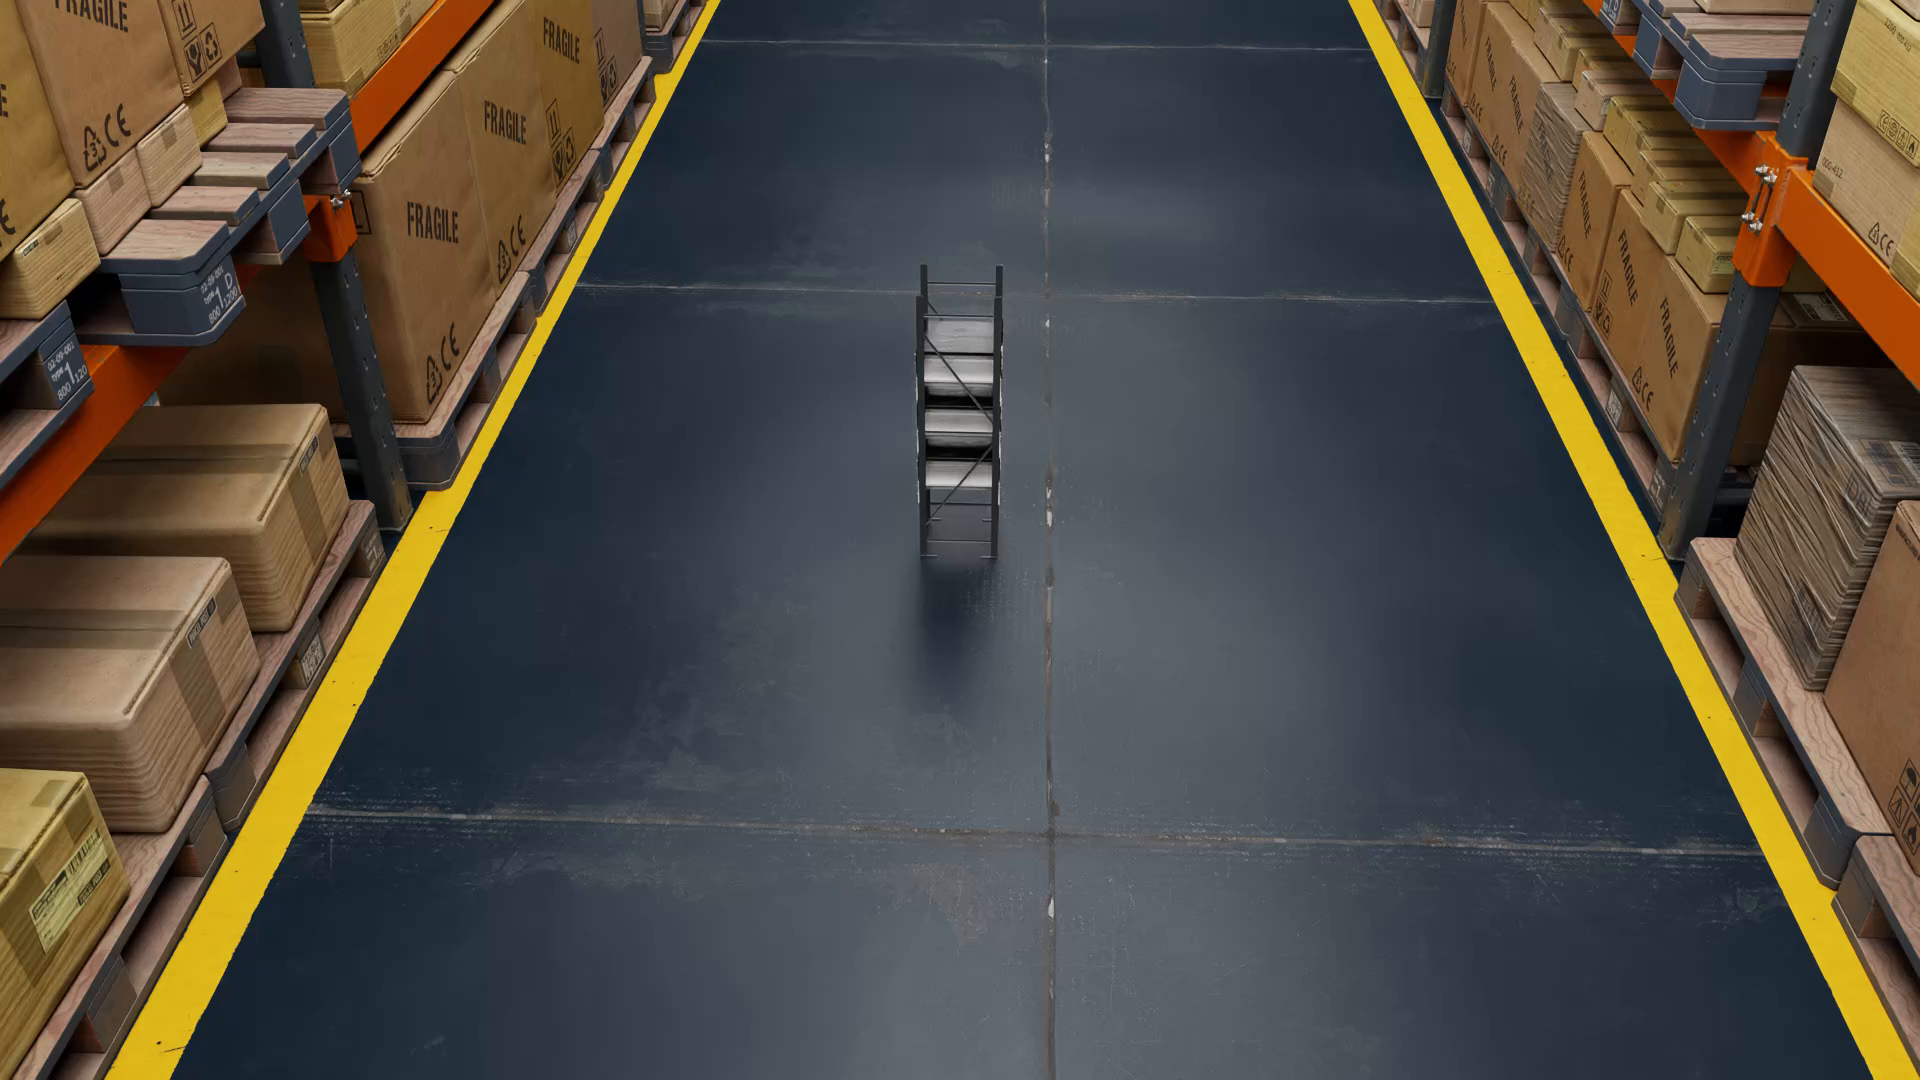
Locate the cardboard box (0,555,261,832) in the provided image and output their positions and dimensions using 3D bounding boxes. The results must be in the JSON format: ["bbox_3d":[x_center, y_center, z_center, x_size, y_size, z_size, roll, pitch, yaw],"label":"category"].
[{"bbox_3d":[-2.321,0.360,4.050,0.950,0.372,0.625,1,35,1],"label":"cardboard box"}]

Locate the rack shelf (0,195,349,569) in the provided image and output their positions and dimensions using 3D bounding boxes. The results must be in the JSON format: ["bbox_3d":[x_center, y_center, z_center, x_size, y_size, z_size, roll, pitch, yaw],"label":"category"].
[{"bbox_3d":[-2.347,0.151,3.052,1.077,0.370,4.000,1,35,2],"label":"rack shelf"}]

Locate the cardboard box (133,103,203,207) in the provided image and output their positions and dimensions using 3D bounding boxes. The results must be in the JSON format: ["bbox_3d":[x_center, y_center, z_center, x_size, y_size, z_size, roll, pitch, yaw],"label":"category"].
[{"bbox_3d":[-1.948,-0.866,3.727,0.380,0.149,0.250,1,35,1],"label":"cardboard box"}]

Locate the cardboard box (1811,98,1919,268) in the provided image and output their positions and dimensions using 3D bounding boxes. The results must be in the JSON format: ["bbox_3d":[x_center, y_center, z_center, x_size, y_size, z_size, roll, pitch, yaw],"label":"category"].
[{"bbox_3d":[2.431,-0.869,4.008,0.500,0.250,0.500,1,35,2],"label":"cardboard box"}]

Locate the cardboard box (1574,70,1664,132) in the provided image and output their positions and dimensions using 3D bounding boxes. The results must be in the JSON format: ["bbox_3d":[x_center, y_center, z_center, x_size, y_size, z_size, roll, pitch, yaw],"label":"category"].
[{"bbox_3d":[2.541,-1.645,6.227,0.380,0.149,0.250,0,35,0],"label":"cardboard box"}]

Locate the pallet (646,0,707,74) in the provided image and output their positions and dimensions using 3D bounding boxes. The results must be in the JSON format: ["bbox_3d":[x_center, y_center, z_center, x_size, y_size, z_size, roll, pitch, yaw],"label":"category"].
[{"bbox_3d":[-1.997,-2.885,9.171,1.003,0.211,1.213,1,35,2],"label":"pallet"}]

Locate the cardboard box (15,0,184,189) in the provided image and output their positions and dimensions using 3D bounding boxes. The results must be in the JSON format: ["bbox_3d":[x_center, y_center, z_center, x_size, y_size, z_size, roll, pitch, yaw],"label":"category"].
[{"bbox_3d":[-2.017,-1.062,3.441,0.500,0.500,0.500,1,35,1],"label":"cardboard box"}]

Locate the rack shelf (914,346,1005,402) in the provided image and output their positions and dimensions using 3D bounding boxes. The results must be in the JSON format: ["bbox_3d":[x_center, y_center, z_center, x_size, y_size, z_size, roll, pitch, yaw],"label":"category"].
[{"bbox_3d":[0.000,-0.493,4.914,0.258,0.077,0.200,1,35,2],"label":"rack shelf"}]

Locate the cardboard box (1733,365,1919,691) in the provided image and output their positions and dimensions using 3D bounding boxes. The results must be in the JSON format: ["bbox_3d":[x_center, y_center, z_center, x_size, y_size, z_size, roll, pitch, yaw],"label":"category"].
[{"bbox_3d":[2.654,-0.022,4.373,0.875,0.625,0.625,2,35,3],"label":"cardboard box"}]

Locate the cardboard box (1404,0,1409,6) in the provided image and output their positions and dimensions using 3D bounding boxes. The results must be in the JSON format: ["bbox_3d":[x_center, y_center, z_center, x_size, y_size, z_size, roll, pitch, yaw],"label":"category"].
[{"bbox_3d":[2.597,-3.063,9.012,0.396,0.266,0.258,3,35,4],"label":"cardboard box"}]

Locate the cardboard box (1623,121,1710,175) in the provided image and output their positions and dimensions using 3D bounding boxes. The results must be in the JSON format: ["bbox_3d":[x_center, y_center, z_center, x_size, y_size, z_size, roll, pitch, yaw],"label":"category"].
[{"bbox_3d":[2.551,-1.342,5.796,0.380,0.149,0.250,2,35,3],"label":"cardboard box"}]

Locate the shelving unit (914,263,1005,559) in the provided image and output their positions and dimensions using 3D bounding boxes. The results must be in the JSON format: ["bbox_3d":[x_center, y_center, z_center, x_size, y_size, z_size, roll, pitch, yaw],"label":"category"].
[{"bbox_3d":[0.000,-0.373,4.998,0.258,0.900,0.210,1,35,2],"label":"shelving unit"}]

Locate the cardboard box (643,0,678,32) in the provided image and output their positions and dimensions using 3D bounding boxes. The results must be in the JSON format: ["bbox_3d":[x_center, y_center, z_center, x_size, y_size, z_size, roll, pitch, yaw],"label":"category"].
[{"bbox_3d":[-1.973,-3.072,8.876,0.875,0.438,0.875,1,35,1],"label":"cardboard box"}]

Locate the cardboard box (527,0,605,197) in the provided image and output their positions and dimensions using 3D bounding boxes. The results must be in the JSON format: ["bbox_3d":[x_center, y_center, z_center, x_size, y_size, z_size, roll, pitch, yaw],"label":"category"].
[{"bbox_3d":[-2.079,-2.016,6.992,0.875,0.875,0.875,2,35,3],"label":"cardboard box"}]

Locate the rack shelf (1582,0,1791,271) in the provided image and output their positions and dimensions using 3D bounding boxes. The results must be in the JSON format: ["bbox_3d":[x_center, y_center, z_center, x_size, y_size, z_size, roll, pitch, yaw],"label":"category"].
[{"bbox_3d":[2.774,-2.034,6.162,1.077,0.370,4.000,1,35,2],"label":"rack shelf"}]

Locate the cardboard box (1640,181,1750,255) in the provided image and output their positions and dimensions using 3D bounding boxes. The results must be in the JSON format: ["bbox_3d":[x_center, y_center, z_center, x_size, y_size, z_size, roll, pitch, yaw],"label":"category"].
[{"bbox_3d":[2.440,-1.041,5.368,0.380,0.149,0.250,0,35,-1],"label":"cardboard box"}]

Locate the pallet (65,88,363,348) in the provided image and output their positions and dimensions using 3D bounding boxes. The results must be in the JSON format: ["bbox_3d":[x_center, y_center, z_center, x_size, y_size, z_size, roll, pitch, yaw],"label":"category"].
[{"bbox_3d":[-2.189,-0.802,3.949,1.213,0.211,1.003,1,35,2],"label":"pallet"}]

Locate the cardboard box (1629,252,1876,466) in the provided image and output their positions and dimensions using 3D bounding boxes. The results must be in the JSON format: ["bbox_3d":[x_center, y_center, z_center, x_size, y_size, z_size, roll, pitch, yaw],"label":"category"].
[{"bbox_3d":[2.495,-0.577,5.271,0.500,0.500,0.500,2,35,3],"label":"cardboard box"}]

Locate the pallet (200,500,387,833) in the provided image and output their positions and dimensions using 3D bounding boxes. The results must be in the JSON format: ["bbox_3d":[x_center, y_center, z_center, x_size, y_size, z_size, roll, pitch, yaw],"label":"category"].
[{"bbox_3d":[-2.299,0.298,4.643,1.003,0.211,1.213,1,35,2],"label":"pallet"}]

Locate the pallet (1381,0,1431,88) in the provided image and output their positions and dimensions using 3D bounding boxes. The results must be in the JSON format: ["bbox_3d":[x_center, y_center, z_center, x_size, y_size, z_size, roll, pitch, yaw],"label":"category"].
[{"bbox_3d":[2.882,-2.731,8.953,1.003,0.211,1.213,1,35,2],"label":"pallet"}]

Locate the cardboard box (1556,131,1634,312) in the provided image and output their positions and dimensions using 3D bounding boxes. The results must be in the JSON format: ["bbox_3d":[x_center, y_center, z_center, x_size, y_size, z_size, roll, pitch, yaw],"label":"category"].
[{"bbox_3d":[2.544,-1.165,6.107,0.500,0.500,0.500,3,35,4],"label":"cardboard box"}]

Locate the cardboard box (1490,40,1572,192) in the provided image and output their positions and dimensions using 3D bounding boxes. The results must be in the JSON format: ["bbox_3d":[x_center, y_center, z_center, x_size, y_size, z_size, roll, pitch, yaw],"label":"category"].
[{"bbox_3d":[2.574,-1.761,6.956,0.500,0.500,0.500,0,35,0],"label":"cardboard box"}]

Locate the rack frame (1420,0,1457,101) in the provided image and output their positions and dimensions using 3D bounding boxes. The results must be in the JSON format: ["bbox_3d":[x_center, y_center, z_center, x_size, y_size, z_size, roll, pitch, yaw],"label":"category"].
[{"bbox_3d":[2.854,-3.478,7.590,1.000,3.000,0.127,1,35,2],"label":"rack frame"}]

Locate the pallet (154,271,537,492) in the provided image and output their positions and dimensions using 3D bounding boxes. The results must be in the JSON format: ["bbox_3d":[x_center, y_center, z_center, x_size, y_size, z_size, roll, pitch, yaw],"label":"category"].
[{"bbox_3d":[-2.160,-0.603,5.924,1.003,0.211,1.213,1,35,2],"label":"pallet"}]

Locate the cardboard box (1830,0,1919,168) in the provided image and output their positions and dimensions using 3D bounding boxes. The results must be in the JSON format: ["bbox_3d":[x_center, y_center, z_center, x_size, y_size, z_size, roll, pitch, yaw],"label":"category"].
[{"bbox_3d":[2.406,-1.074,3.865,0.500,0.250,0.500,1,35,2],"label":"cardboard box"}]

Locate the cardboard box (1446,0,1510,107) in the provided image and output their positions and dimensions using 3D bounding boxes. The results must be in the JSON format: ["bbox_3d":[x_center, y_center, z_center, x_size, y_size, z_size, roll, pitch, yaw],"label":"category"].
[{"bbox_3d":[2.610,-2.354,7.800,0.500,0.500,0.500,3,35,4],"label":"cardboard box"}]

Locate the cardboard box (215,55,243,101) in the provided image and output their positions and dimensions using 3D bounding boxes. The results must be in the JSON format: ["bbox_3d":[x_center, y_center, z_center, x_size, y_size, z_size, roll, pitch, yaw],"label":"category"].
[{"bbox_3d":[-2.045,-1.167,4.156,0.380,0.149,0.250,3,35,4],"label":"cardboard box"}]

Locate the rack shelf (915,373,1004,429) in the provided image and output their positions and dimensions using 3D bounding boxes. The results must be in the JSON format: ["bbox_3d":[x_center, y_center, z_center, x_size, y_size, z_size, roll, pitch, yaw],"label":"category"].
[{"bbox_3d":[0.000,-0.419,4.965,0.258,0.077,0.200,1,35,2],"label":"rack shelf"}]

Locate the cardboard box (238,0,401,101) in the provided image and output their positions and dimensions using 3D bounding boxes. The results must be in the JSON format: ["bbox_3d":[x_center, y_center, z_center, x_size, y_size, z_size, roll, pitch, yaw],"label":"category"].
[{"bbox_3d":[-1.996,-1.506,4.915,0.500,0.250,0.500,1,35,1],"label":"cardboard box"}]

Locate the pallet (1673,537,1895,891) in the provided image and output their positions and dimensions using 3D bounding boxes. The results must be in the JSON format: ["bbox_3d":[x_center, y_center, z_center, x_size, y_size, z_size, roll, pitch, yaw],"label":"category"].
[{"bbox_3d":[2.621,0.433,4.450,1.003,0.211,1.213,1,35,2],"label":"pallet"}]

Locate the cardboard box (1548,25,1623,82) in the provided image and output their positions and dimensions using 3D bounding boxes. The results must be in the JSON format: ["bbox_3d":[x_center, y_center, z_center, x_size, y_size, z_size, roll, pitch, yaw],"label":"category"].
[{"bbox_3d":[2.584,-1.941,6.647,0.380,0.149,0.250,3,35,4],"label":"cardboard box"}]

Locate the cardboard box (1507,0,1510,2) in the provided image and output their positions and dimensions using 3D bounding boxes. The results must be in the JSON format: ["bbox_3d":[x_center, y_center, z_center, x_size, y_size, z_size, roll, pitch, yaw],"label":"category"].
[{"bbox_3d":[2.640,-2.532,7.488,0.380,0.149,0.250,0,35,1],"label":"cardboard box"}]

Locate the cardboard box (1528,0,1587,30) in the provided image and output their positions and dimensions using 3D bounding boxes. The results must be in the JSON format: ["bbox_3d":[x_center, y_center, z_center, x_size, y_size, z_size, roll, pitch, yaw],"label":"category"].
[{"bbox_3d":[2.643,-2.226,7.053,0.380,0.149,0.250,1,35,1],"label":"cardboard box"}]

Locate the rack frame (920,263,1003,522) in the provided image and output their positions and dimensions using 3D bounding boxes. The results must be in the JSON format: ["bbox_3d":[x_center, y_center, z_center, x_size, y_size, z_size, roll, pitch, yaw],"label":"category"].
[{"bbox_3d":[0.004,-0.431,5.081,0.240,0.900,0.006,1,35,2],"label":"rack frame"}]

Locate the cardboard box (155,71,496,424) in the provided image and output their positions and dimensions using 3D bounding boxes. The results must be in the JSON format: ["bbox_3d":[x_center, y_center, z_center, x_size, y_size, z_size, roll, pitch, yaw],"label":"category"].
[{"bbox_3d":[-2.156,-0.990,5.532,0.875,0.875,0.875,1,35,1],"label":"cardboard box"}]

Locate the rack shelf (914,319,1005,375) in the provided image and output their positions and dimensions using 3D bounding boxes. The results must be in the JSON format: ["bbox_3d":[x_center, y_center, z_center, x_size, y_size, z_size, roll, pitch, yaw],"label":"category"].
[{"bbox_3d":[0.000,-0.566,4.862,0.258,0.077,0.200,1,35,2],"label":"rack shelf"}]

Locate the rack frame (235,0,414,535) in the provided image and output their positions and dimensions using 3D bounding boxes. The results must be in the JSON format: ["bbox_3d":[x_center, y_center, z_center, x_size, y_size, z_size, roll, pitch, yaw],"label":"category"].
[{"bbox_3d":[-2.267,-1.292,4.480,1.000,3.000,0.127,1,35,2],"label":"rack frame"}]

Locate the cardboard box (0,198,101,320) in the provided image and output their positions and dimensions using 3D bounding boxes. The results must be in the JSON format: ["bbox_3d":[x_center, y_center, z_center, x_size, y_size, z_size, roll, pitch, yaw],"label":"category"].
[{"bbox_3d":[-1.964,-0.563,3.296,0.380,0.149,0.250,2,35,3],"label":"cardboard box"}]

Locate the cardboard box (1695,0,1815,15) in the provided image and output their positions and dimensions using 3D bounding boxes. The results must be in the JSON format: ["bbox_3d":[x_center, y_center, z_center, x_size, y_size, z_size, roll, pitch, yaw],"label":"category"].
[{"bbox_3d":[2.336,-1.635,4.821,0.380,0.149,0.250,2,35,3],"label":"cardboard box"}]

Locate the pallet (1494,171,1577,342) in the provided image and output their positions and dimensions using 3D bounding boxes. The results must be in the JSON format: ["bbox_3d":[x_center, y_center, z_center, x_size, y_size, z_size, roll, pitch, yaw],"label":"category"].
[{"bbox_3d":[2.813,-1.166,6.726,1.003,0.211,1.213,1,35,2],"label":"pallet"}]

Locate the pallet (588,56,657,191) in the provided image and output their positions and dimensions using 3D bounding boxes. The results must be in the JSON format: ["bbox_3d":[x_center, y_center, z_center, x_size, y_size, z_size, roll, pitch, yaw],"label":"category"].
[{"bbox_3d":[-2.062,-2.004,7.918,1.003,0.211,1.213,1,35,2],"label":"pallet"}]
